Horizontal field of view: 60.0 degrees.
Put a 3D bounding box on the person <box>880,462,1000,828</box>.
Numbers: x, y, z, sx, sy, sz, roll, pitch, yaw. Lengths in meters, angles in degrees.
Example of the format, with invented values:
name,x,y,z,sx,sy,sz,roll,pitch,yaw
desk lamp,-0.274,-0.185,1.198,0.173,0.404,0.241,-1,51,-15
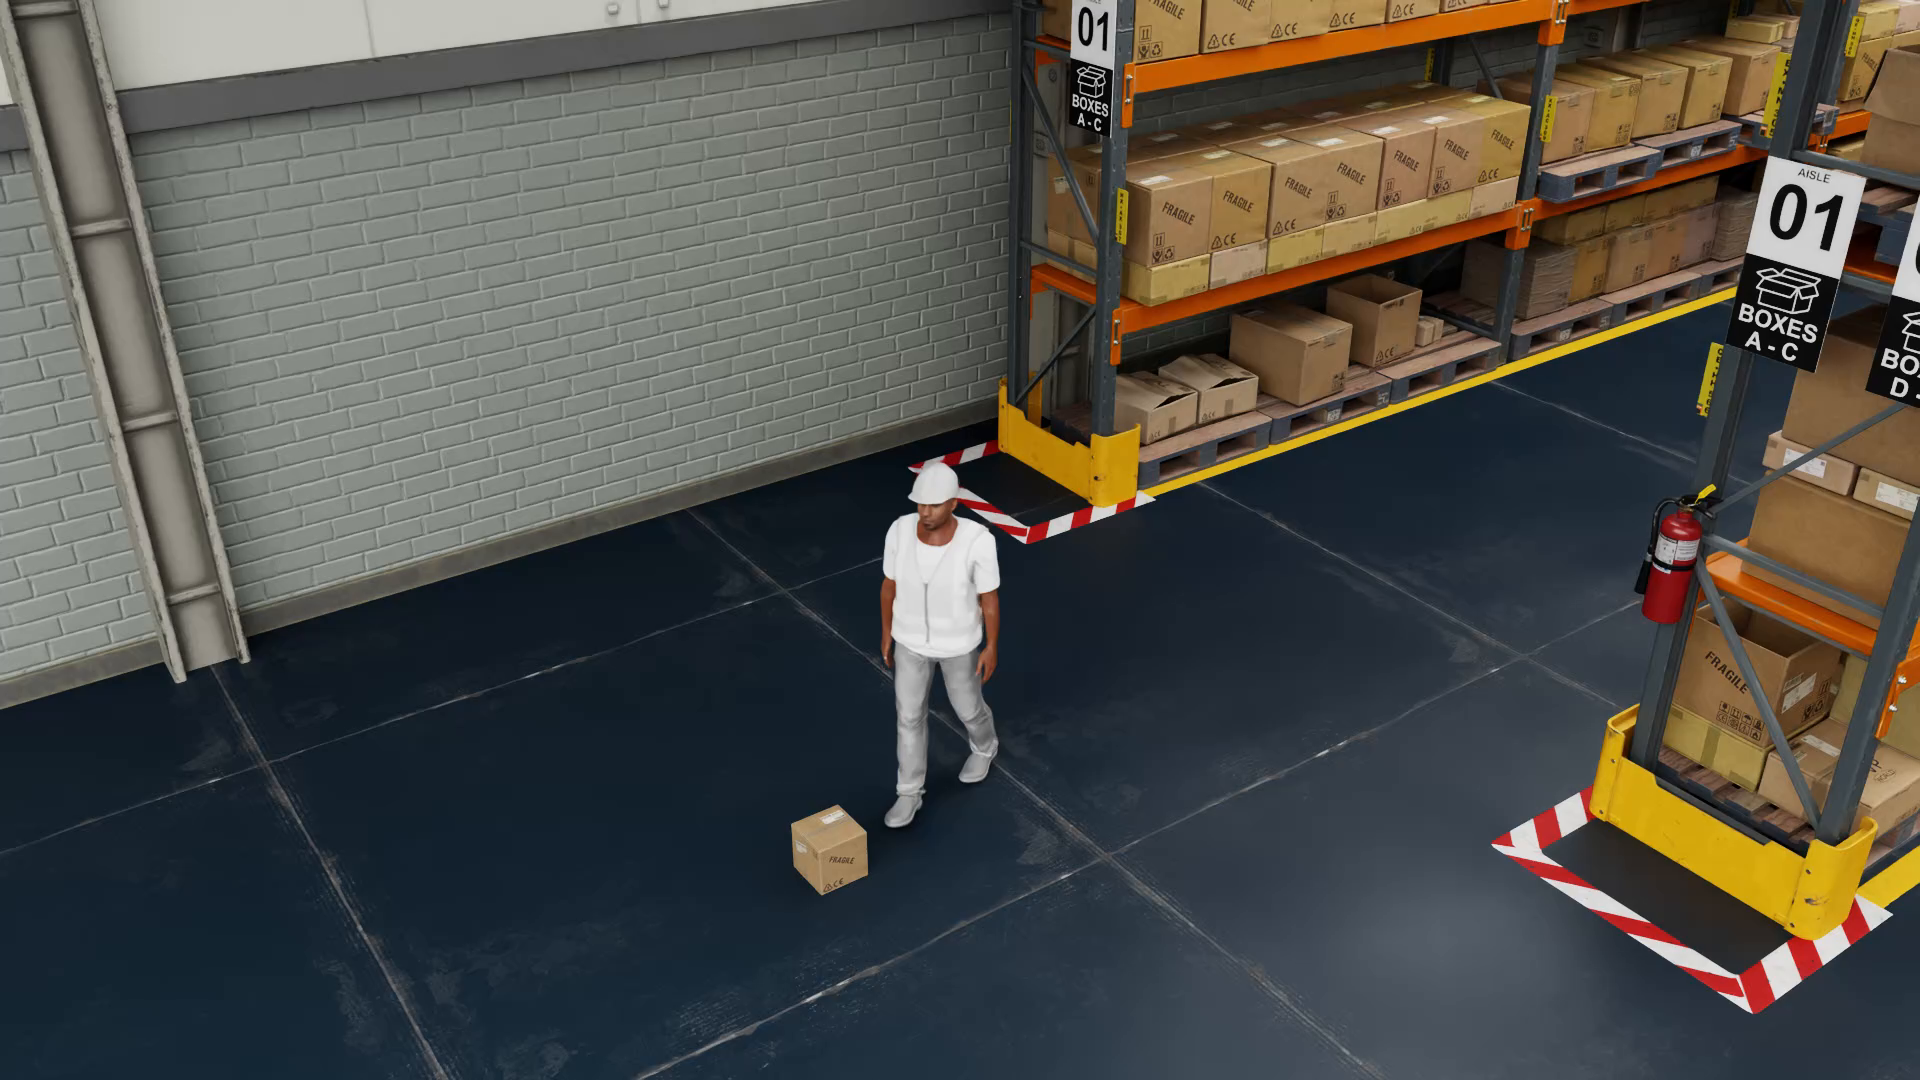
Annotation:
name,x,y,z,sx,sy,sz,roll,pitch,yaw
person,-0.109,0.473,7.722,0.577,1.768,0.736,7,29,13
